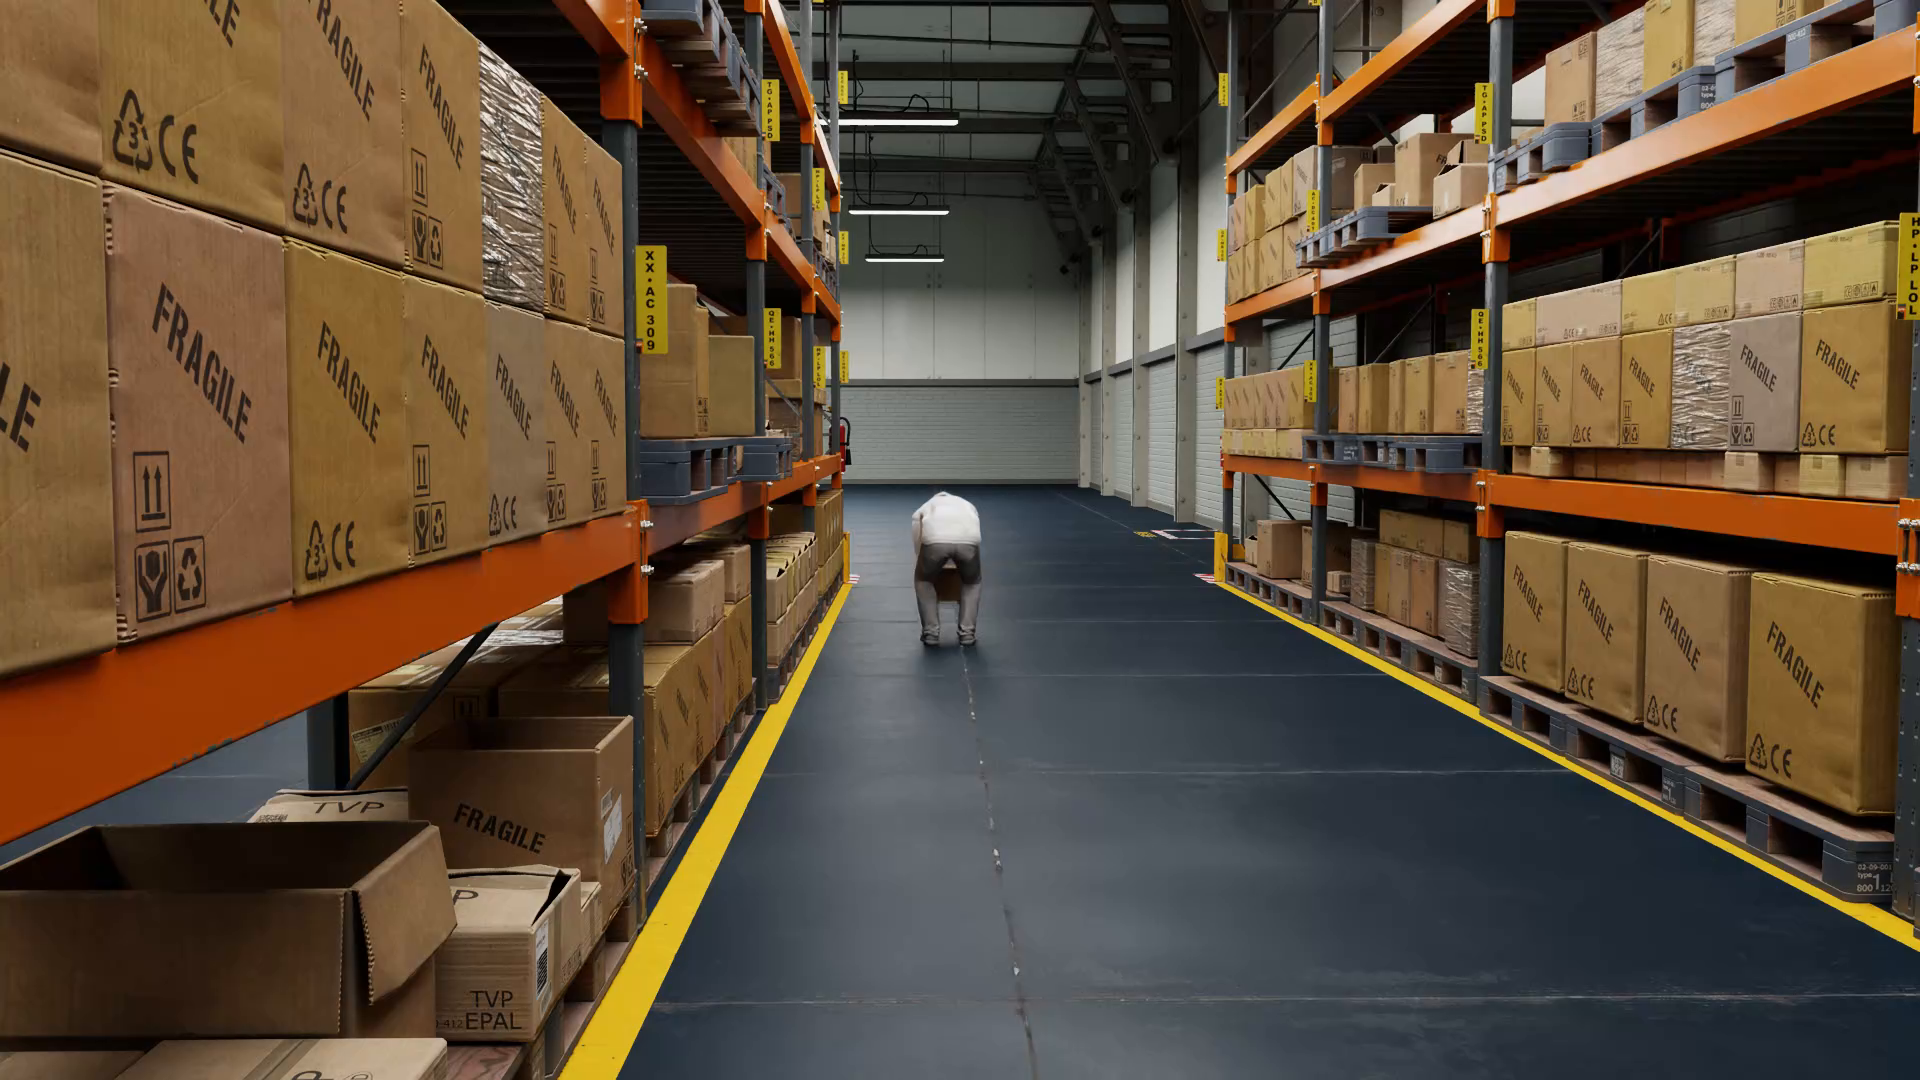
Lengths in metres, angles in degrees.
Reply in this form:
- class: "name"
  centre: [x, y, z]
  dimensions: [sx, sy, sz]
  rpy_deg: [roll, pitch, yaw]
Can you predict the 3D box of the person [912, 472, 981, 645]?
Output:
- class: "person"
  centre: [-0.101, 0.123, 12.267]
  dimensions: [0.498, 1.232, 0.946]
  rpy_deg: [0, 4, -4]
